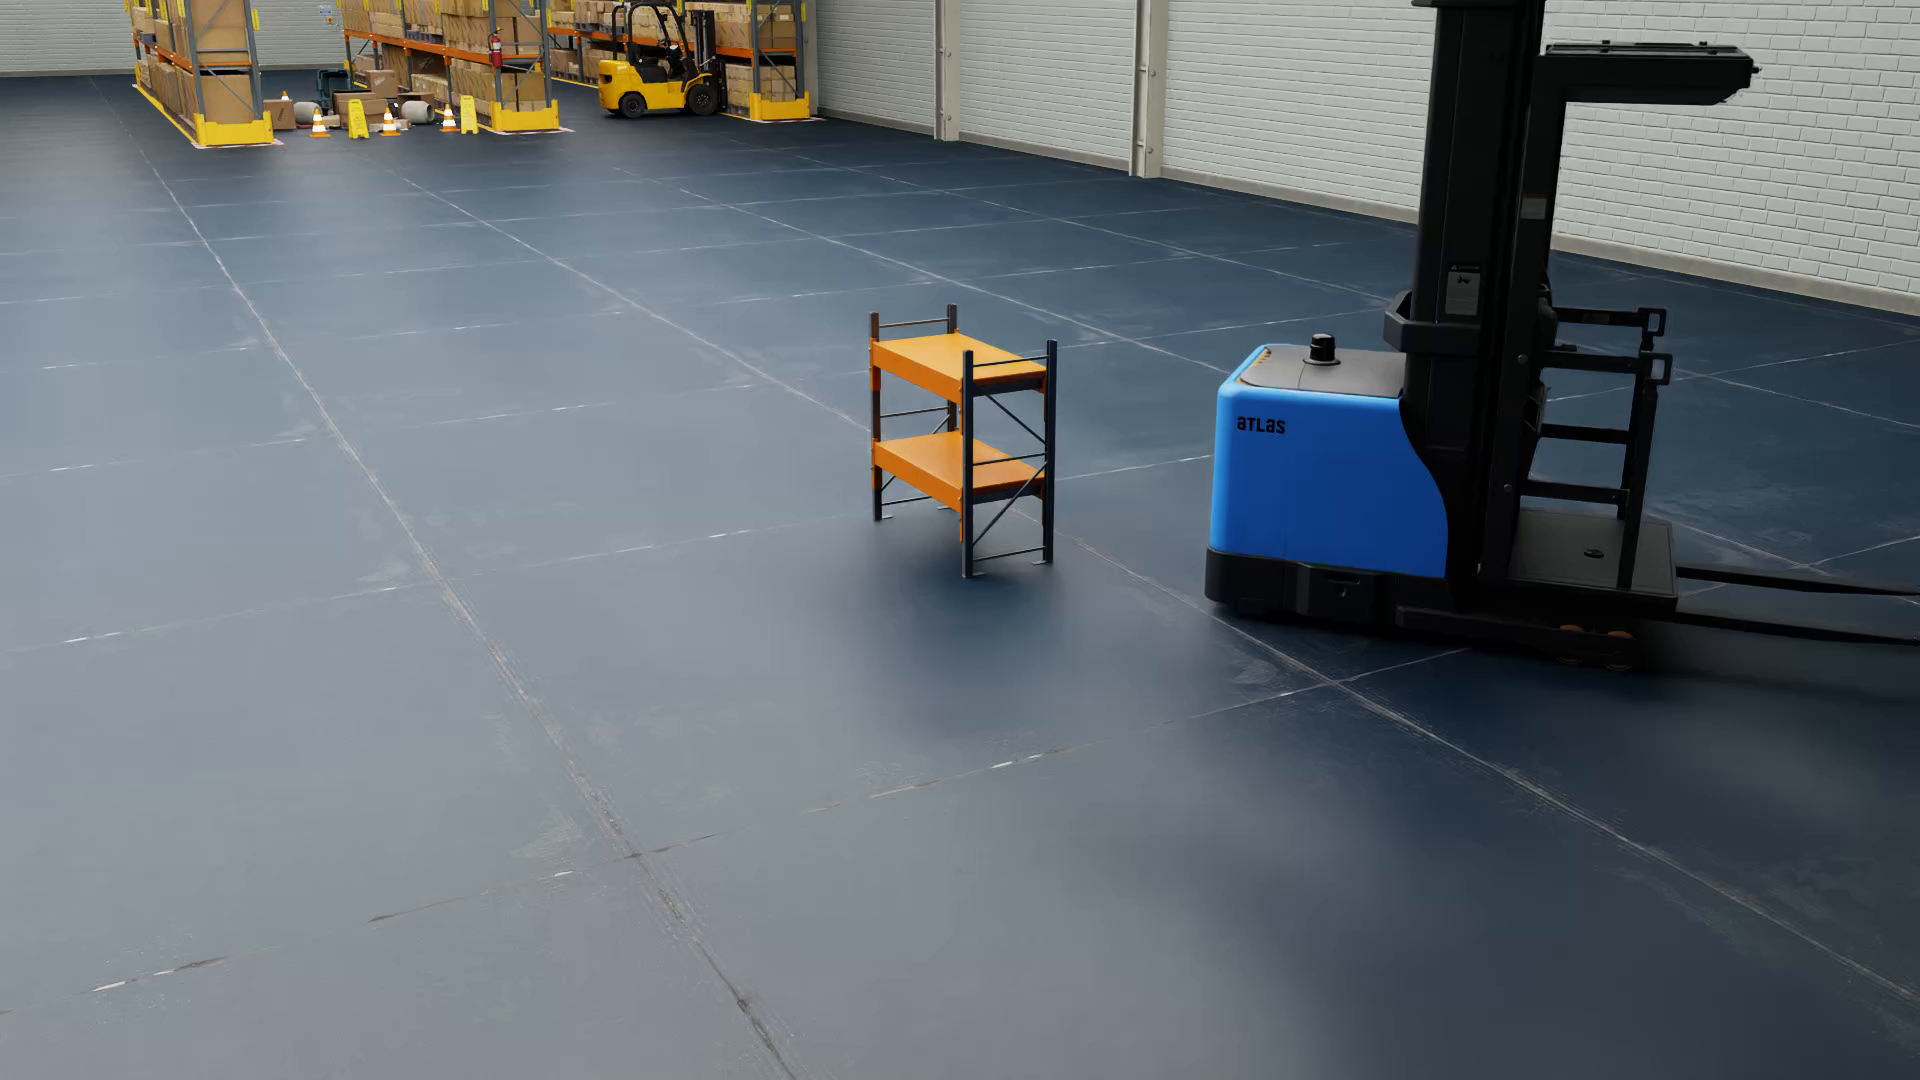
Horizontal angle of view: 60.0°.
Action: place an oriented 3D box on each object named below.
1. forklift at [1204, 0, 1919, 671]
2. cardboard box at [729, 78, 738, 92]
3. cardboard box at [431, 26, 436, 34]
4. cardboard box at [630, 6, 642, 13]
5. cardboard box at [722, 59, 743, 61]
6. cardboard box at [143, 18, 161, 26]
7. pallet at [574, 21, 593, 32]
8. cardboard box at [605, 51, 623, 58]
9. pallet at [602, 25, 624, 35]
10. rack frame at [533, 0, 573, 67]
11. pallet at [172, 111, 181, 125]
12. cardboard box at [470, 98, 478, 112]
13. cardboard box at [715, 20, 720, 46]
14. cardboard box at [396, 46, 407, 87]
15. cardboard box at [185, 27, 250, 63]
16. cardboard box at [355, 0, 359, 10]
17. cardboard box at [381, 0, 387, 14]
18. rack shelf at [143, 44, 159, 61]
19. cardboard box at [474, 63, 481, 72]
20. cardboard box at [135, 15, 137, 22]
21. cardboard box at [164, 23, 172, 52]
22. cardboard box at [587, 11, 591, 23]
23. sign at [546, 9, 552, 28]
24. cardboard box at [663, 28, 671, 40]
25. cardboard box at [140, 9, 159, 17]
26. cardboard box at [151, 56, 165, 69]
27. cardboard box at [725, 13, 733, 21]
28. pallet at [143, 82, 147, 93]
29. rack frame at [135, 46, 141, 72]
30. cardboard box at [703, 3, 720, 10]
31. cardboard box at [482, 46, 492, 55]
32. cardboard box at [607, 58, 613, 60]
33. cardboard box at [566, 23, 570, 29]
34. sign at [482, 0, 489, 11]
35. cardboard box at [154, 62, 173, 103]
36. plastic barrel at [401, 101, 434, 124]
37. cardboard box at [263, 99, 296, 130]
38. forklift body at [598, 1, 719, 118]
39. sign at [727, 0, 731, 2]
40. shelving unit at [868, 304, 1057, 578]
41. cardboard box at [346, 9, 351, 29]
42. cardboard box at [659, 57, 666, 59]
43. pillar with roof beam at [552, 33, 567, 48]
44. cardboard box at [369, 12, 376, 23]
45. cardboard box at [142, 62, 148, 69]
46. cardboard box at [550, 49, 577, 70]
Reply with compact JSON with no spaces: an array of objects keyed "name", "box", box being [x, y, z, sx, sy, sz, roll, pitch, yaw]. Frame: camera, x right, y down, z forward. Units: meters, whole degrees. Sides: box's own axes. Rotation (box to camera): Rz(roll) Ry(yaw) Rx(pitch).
[{"name":"forklift","box":[2.700,-1.028,7.117,3.031,2.935,1.130,7,20,19]},{"name":"cardboard box","box":[-4.265,-9.053,33.073,0.500,0.250,0.500,-10,22,-27]},{"name":"cardboard box","box":[-10.547,-10.391,33.887,0.380,0.149,0.250,-10,22,-28]},{"name":"cardboard box","box":[-7.309,-12.118,38.003,0.380,0.149,0.250,-9,21,-25]},{"name":"cardboard box","box":[-4.772,-9.946,34.895,0.500,0.250,0.500,-10,22,-27]},{"name":"cardboard box","box":[-16.639,-10.703,34.337,0.380,0.149,0.250,-9,21,-26]},{"name":"pallet","box":[-8.945,-12.789,41.389,1.003,0.211,1.213,-10,21,-27]},{"name":"cardboard box","box":[-8.392,-11.788,40.390,0.380,0.149,0.250,-11,22,-29]},{"name":"pallet","box":[-7.713,-12.070,39.307,1.213,0.211,1.003,-10,21,-27]},{"name":"rack frame","box":[-11.128,-14.274,45.399,1.000,3.000,0.127,-10,21,-27]},{"name":"pallet","box":[-14.537,-8.155,31.941,1.003,0.211,1.213,-10,21,-27]},{"name":"cardboard box","box":[-9.010,-8.299,31.656,0.500,0.250,0.500,-11,22,-29]},{"name":"cardboard box","box":[-4.725,-10.269,33.639,0.500,0.500,0.500,-10,21,-26]},{"name":"cardboard box","box":[-12.370,-10.869,38.146,0.875,0.875,0.875,-10,21,-26]},{"name":"cardboard box","box":[-12.421,-8.286,27.815,0.875,0.550,0.550,-10,21,-27]},{"name":"cardboard box","box":[-14.546,-13.260,40.774,0.500,0.500,0.500,-10,21,-26]},{"name":"cardboard box","box":[-12.886,-12.271,37.909,0.500,0.500,0.500,-10,22,-28]},{"name":"rack shelf","box":[-16.954,-10.646,35.987,1.077,0.370,4.000,-10,21,-27]},{"name":"cardboard box","box":[-8.857,-8.828,31.044,0.380,0.149,0.250,-10,21,-26]},{"name":"cardboard box","box":[-17.873,-11.448,36.494,0.380,0.149,0.250,-9,21,-25]},{"name":"cardboard box","box":[-14.588,-9.419,31.176,0.500,0.500,0.500,-10,21,-27]},{"name":"cardboard box","box":[-8.907,-12.802,40.697,0.396,0.266,0.258,-9,21,-24]},{"name":"sign","box":[-7.419,-9.404,29.959,0.100,0.325,0.005,-10,21,-27]},{"name":"cardboard box","box":[-6.143,-11.006,36.158,0.500,0.250,0.500,-10,21,-27]},{"name":"cardboard box","box":[-17.012,-11.066,34.932,0.380,0.149,0.250,-9,21,-25]},{"name":"cardboard box","box":[-17.292,-10.379,36.149,0.500,0.250,0.500,-9,21,-25]},{"name":"cardboard box","box":[-4.434,-10.386,32.984,0.380,0.149,0.250,-11,22,-28]},{"name":"pallet","box":[-18.837,-10.780,39.548,1.003,0.211,1.213,-10,21,-27]},{"name":"rack frame","box":[-19.803,-12.708,40.862,1.000,3.000,0.127,-10,21,-27]},{"name":"cardboard box","box":[-5.028,-10.893,33.998,0.380,0.149,0.250,-10,22,-28]},{"name":"cardboard box","box":[-8.481,-8.922,30.274,0.380,0.149,0.250,-10,22,-27]},{"name":"cardboard box","box":[-8.198,-11.377,40.193,0.500,0.500,0.500,-9,21,-24]},{"name":"cardboard box","box":[-9.890,-13.202,42.676,0.380,0.149,0.250,-9,21,-25]},{"name":"sign","box":[-8.395,-9.527,29.384,0.100,0.325,0.005,-10,21,-27]},{"name":"cardboard box","box":[-15.794,-9.358,33.958,1.050,0.750,0.750,-10,22,-27]},{"name":"plastic barrel","box":[-10.210,-8.052,31.316,0.512,0.421,0.421,4,19,11]},{"name":"cardboard box","box":[-12.464,-7.796,30.455,0.500,0.500,0.500,-6,20,-17]},{"name":"forklift body","box":[-6.036,-9.541,32.985,2.313,2.155,1.214,-10,21,-27]},{"name":"sign","box":[-4.942,-11.362,35.512,0.100,0.325,0.005,-10,21,-27]},{"name":"shelving unit","box":[-0.003,-0.534,8.454,0.538,1.125,1.048,-10,21,-27]},{"name":"cardboard box","box":[-15.255,-13.228,42.215,0.500,0.500,0.500,-10,22,-27]},{"name":"cardboard box","box":[-6.728,-10.686,37.997,0.875,0.625,0.625,-9,21,-25]},{"name":"pillar with roof beam","box":[-15.404,-17.357,45.136,9.100,9.000,0.400,-10,21,-27]},{"name":"cardboard box","box":[-13.634,-12.351,39.290,0.500,0.250,0.500,-11,22,-28]},{"name":"cardboard box","box":[-19.211,-11.263,39.487,0.380,0.149,0.250,-10,21,-26]},{"name":"cardboard box","box":[-10.549,-12.849,44.458,0.700,0.500,0.500,-9,21,-24]}]
